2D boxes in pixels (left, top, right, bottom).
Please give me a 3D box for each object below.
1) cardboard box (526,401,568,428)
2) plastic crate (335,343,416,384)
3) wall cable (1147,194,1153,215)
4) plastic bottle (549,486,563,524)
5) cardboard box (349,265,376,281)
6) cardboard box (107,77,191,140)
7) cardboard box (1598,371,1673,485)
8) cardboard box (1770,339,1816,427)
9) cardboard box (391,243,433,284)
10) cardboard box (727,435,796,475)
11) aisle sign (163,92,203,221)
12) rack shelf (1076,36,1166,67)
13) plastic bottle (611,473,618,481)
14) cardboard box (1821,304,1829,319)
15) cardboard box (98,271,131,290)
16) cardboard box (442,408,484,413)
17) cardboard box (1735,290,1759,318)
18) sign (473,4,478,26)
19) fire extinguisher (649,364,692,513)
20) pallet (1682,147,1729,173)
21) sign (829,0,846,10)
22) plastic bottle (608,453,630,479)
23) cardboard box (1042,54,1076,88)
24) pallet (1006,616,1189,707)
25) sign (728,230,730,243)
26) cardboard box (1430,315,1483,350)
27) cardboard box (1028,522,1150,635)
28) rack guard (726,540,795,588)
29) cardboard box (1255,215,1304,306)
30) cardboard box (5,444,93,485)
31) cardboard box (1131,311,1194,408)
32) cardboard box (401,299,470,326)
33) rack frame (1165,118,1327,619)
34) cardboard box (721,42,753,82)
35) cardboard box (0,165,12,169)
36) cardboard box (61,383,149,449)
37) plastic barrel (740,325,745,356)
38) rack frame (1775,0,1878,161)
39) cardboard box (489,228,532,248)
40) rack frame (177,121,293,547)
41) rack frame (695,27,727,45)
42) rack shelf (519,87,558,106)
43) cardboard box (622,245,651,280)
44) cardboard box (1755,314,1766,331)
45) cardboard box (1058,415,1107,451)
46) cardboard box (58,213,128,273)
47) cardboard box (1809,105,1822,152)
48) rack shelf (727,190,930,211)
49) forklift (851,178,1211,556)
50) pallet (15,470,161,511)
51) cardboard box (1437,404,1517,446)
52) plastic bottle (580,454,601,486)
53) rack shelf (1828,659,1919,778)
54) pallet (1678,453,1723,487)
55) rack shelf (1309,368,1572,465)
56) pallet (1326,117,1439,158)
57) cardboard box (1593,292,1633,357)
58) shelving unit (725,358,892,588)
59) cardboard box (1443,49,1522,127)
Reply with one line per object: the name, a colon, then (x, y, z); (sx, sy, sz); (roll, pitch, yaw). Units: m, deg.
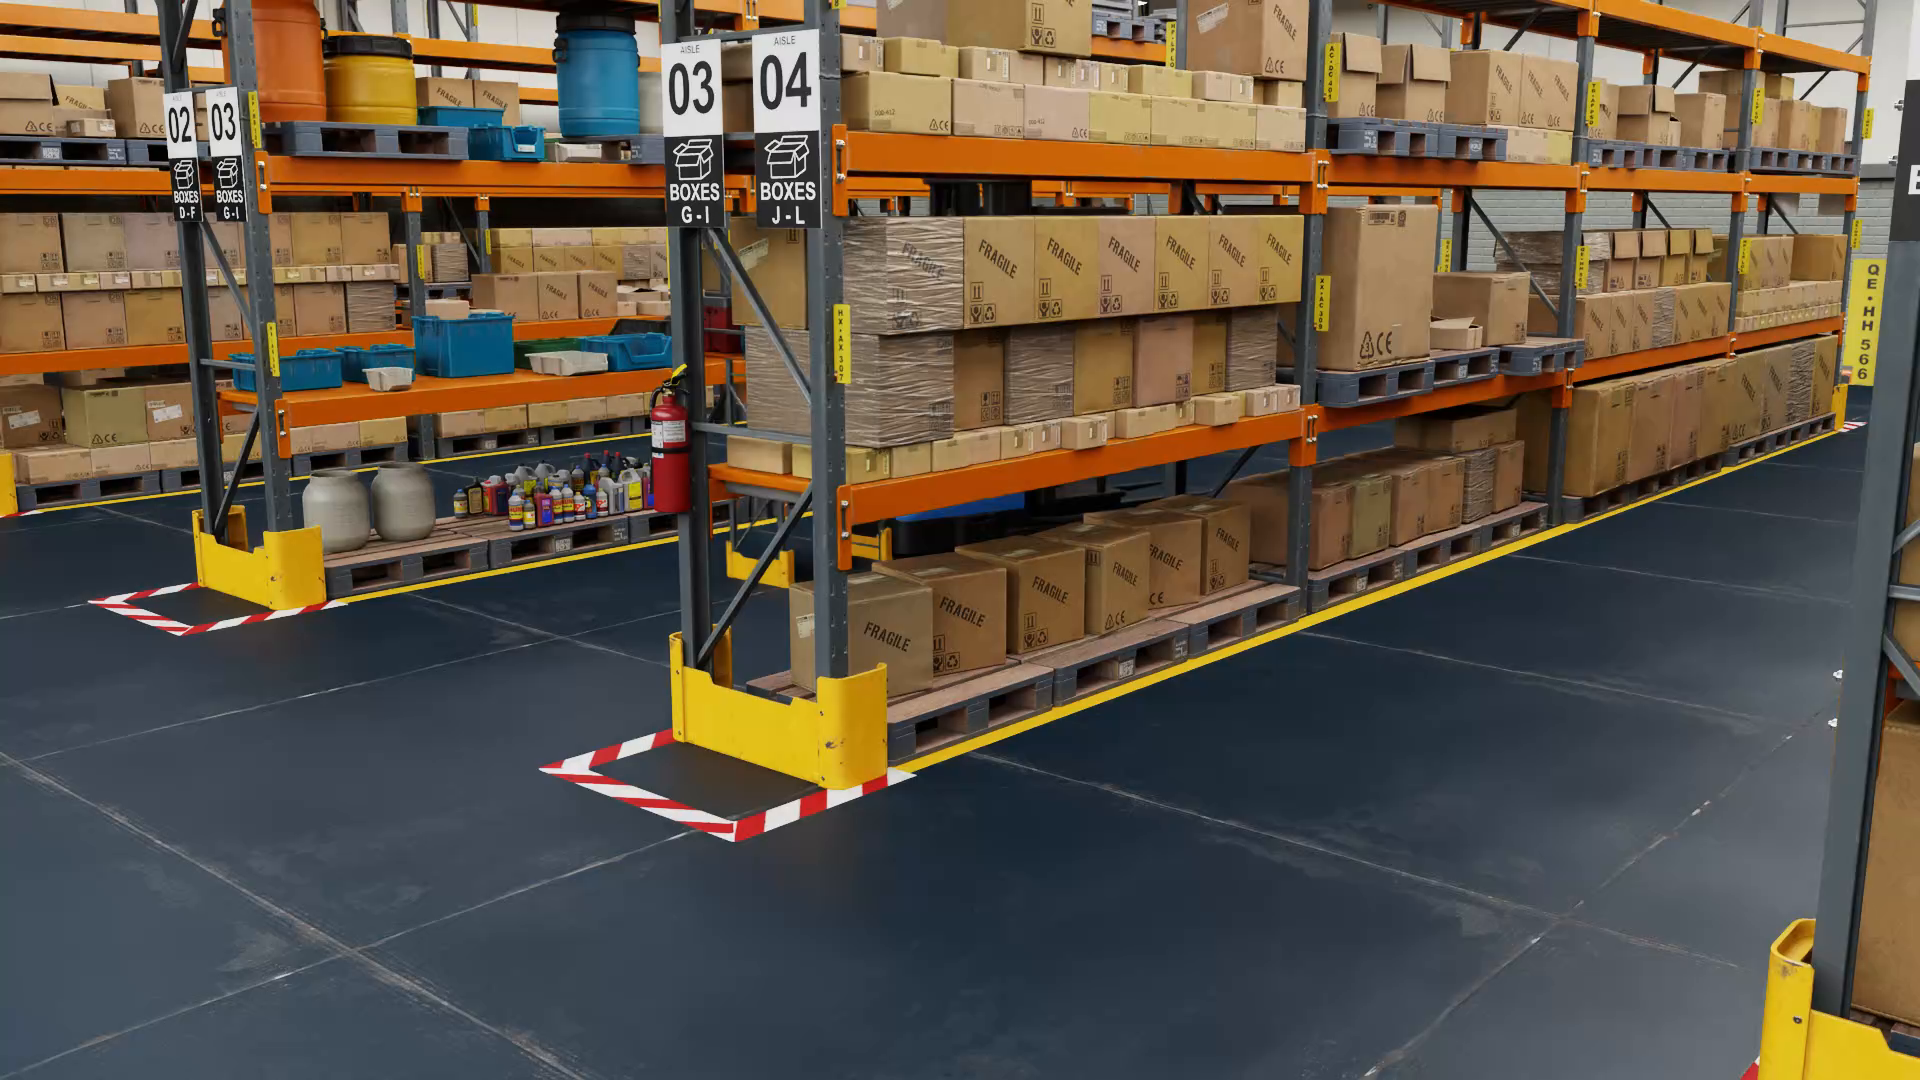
cardboard box: (-4.570, -1.371, 17.864); (0.500, 0.250, 0.500); (9, 15, 39)
plastic crate: (-4.084, -1.239, 11.636); (0.499, 0.251, 0.408); (10, 15, 40)
wall cable: (2.500, -6.945, 32.435); (3.097, 2.526, 0.112); (10, 15, 40)
plastic bottle: (-2.965, -0.260, 12.195); (0.097, 0.271, 0.097); (0, 11, 0)
cardboard box: (-5.883, -2.598, 16.147); (0.380, 0.149, 0.250); (9, 15, 39)
cardboard box: (-7.039, -3.749, 14.482); (0.500, 0.500, 0.500); (10, 15, 40)
cardboard box: (5.444, -1.034, 14.585); (1.225, 0.875, 0.875); (10, 15, 41)
cardboard box: (8.697, -1.744, 18.138); (0.875, 0.875, 0.875); (10, 15, 40)
cardboard box: (-7.435, -3.671, 22.056); (0.700, 0.500, 0.500); (8, 14, 35)
cardboard box: (-0.869, -0.410, 7.746); (0.380, 0.149, 0.250); (10, 15, 40)
aisle sign: (-4.893, -2.407, 10.469); (0.394, 0.787, 0.004); (10, 15, 40)
rack shelf: (1.979, -4.969, 17.473); (1.077, 0.370, 4.000); (10, 15, 40)
plastic bottle: (-2.624, -0.379, 12.761); (0.061, 0.283, 0.133); (10, 15, 40)
cardboard box: (9.335, -2.525, 18.336); (0.380, 0.149, 0.250); (10, 15, 40)
cardboard box: (-7.414, -2.255, 14.433); (0.380, 0.149, 0.250); (9, 15, 39)
cardboard box: (-5.240, -1.495, 17.057); (0.500, 0.311, 0.500); (10, 15, 41)
cardboard box: (7.526, -2.338, 16.380); (0.500, 0.250, 0.500); (9, 15, 39)
sign: (-6.369, -6.933, 21.860); (0.100, 0.325, 0.005); (10, 15, 40)
fire extinguisher: (-1.323, -0.469, 7.600); (0.296, 0.674, 0.183); (10, 15, 40)
pallet: (6.451, -3.466, 15.235); (0.805, 0.209, 1.217); (9, 14, 38)
sign: (-0.494, -2.294, 6.648); (0.100, 0.325, 0.005); (10, 15, 40)
plastic bottle: (-2.718, -0.526, 13.328); (0.144, 0.351, 0.185); (10, 15, 40)
cardboard box: (0.338, -2.255, 8.049); (0.380, 0.149, 0.250); (9, 14, 38)
pallet: (0.517, 0.598, 9.177); (1.003, 0.211, 1.213); (10, 15, 40)
sign: (-2.641, -3.419, 19.216); (0.100, 0.325, 0.005); (10, 15, 40)
cardboard box: (3.481, -1.501, 11.840); (0.396, 0.266, 0.258); (9, 15, 39)
cardboard box: (0.721, 0.207, 9.325); (0.500, 0.500, 0.500); (8, 14, 35)
rack guard: (-1.356, 0.160, 11.272); (0.587, 0.250, 0.087); (9, 14, 38)
cardboard box: (1.648, -1.636, 9.678); (0.500, 0.500, 0.500); (10, 15, 40)
cardboard box: (-7.820, -0.654, 14.273); (0.500, 0.250, 0.500); (10, 15, 40)
cardboard box: (0.784, -1.034, 9.215); (0.875, 0.500, 0.500); (10, 15, 40)
cardboard box: (-5.408, -2.339, 17.146); (0.500, 0.250, 0.500); (11, 16, 44)
rack frame: (1.739, -1.053, 10.325); (1.000, 3.000, 0.127); (10, 15, 40)
cardboard box: (-0.953, -2.139, 7.467); (0.380, 0.149, 0.250); (10, 15, 40)
cardboard box: (-10.597, -4.165, 17.942); (0.500, 0.500, 0.500); (11, 16, 44)
cardboard box: (-7.491, -1.095, 14.569); (0.500, 0.500, 0.500); (10, 15, 40)
plastic barrel: (-1.499, -1.957, 13.570); (0.600, 0.901, 0.708); (10, 15, 40)
rack frame: (9.660, -5.760, 18.577); (1.000, 3.000, 0.127); (10, 15, 40)
cardboard box: (-6.271, -4.173, 22.965); (0.500, 0.250, 0.500); (10, 15, 42)
rack frame: (-4.622, -1.105, 10.584); (1.000, 3.000, 0.127); (10, 15, 40)
rack frame: (-3.060, -5.865, 19.099); (1.000, 3.000, 0.127); (10, 15, 40)
rack shelf: (-5.463, -6.250, 23.886); (1.077, 0.370, 4.000); (10, 15, 40)
cardboard box: (-4.926, -4.106, 24.546); (0.500, 0.500, 0.500); (10, 15, 40)
cardboard box: (7.811, -2.185, 16.633); (0.380, 0.149, 0.250); (10, 15, 42)
cardboard box: (0.528, -0.561, 8.501); (0.380, 0.149, 0.250); (10, 15, 40)
cardboard box: (-7.645, -2.584, 14.422); (0.700, 0.500, 0.500); (9, 15, 39)
cardboard box: (8.895, -4.443, 18.055); (0.700, 0.500, 0.500); (9, 14, 38)
rack shelf: (-1.740, -4.335, 20.936); (1.077, 0.370, 4.000); (10, 15, 40)
forklift: (0.590, -1.501, 12.744); (3.031, 2.935, 1.130); (-7, 13, -32)
pallet: (-7.867, -0.496, 14.657); (1.003, 0.211, 1.213); (10, 15, 40)
cardboard box: (3.959, -0.897, 12.887); (0.500, 0.250, 0.500); (11, 15, 43)
plastic bottle: (-2.951, -0.517, 13.282); (0.144, 0.351, 0.185); (9, 14, 38)
rack shelf: (4.078, 0.250, 5.637); (1.077, 0.370, 4.000); (10, 15, 40)
pallet: (6.567, -0.739, 15.874); (1.003, 0.211, 1.213); (10, 15, 40)
rack shelf: (3.059, -0.994, 11.868); (1.077, 0.370, 4.000); (10, 15, 40)
pallet: (2.226, -2.509, 10.435); (1.213, 0.211, 1.003); (10, 15, 40)
cardboard box: (5.243, -1.803, 13.825); (0.500, 0.500, 0.500); (9, 15, 39)
shelving unit: (-1.045, -0.529, 11.531); (0.587, 1.500, 1.083); (9, 14, 38)
cardboard box: (3.583, -3.156, 11.666); (0.500, 0.500, 0.500); (10, 15, 41)
